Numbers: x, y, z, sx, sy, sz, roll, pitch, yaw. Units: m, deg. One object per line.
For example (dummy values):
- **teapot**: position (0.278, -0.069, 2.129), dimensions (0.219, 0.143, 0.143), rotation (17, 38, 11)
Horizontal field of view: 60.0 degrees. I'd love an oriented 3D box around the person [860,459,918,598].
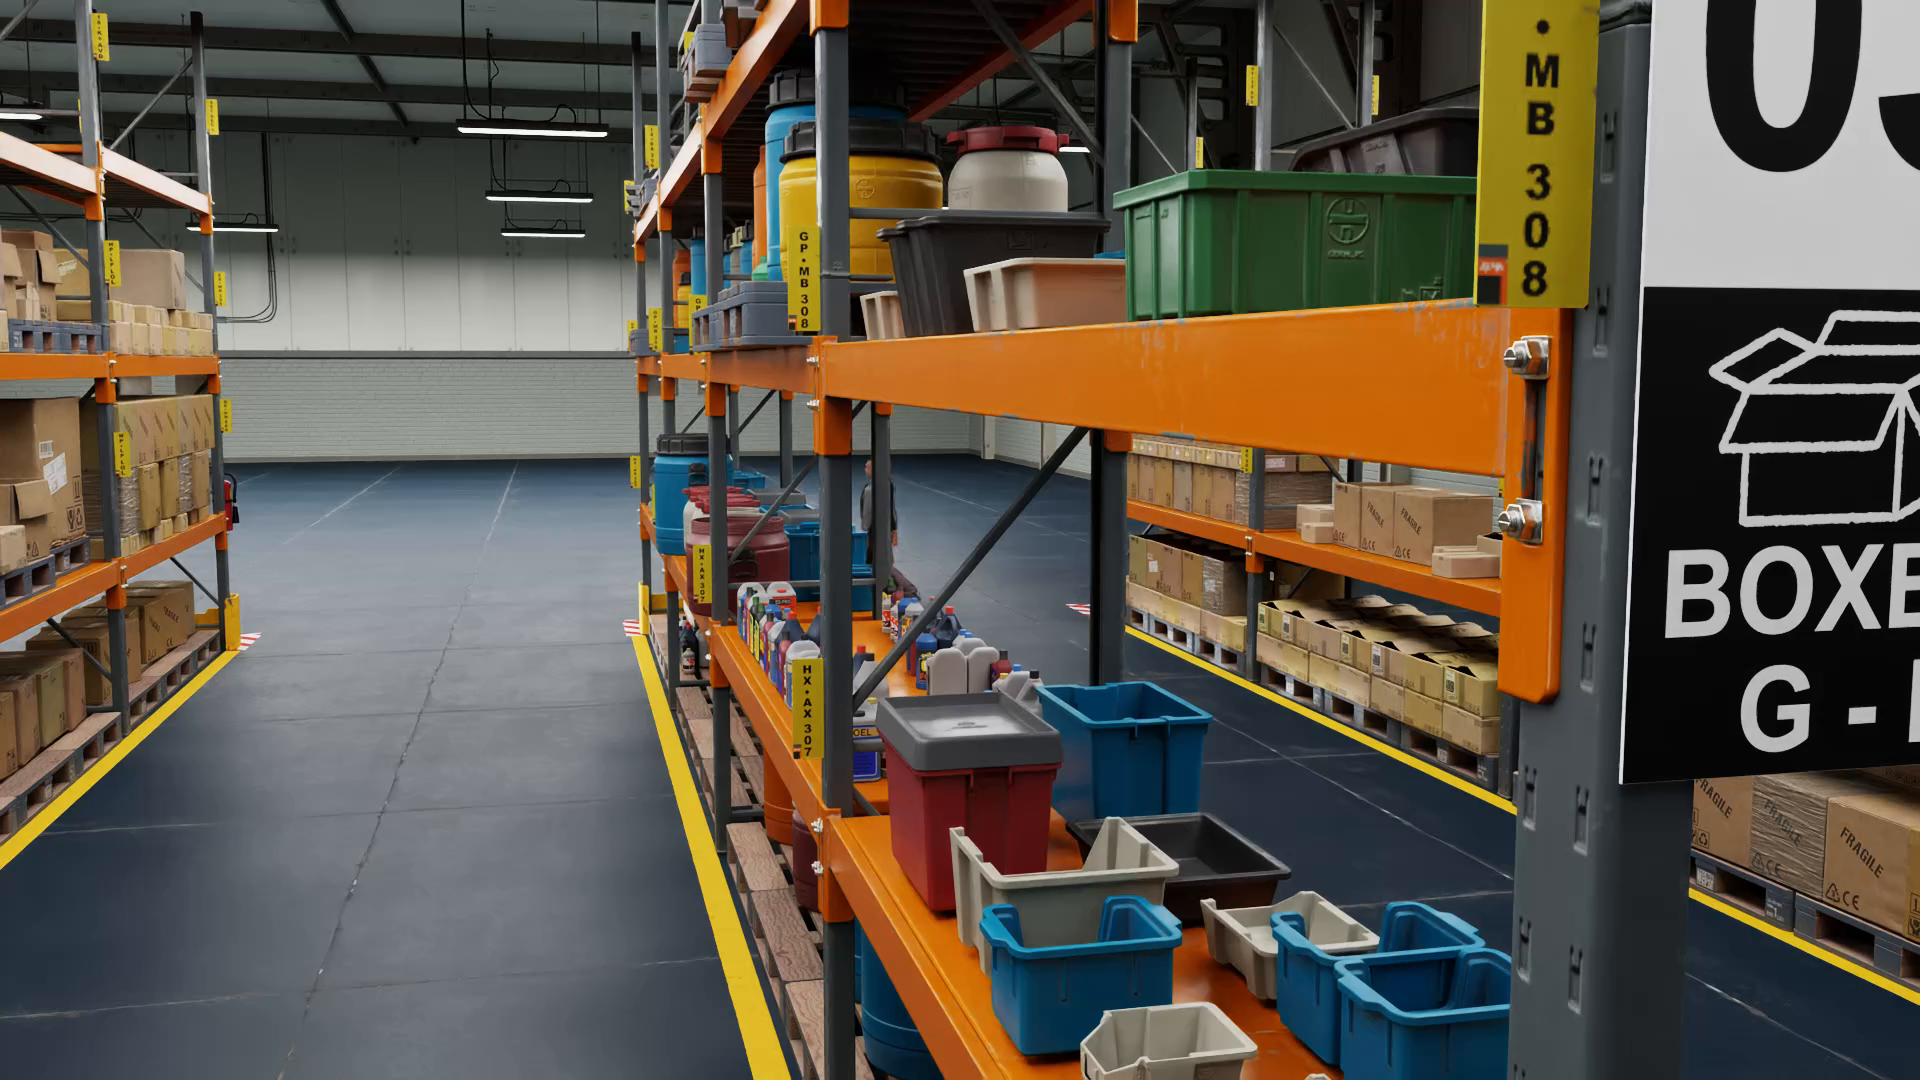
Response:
- **person**: position (-0.891, -0.077, 18.599), dimensions (1.018, 1.684, 0.555), rotation (2, 6, 19)
